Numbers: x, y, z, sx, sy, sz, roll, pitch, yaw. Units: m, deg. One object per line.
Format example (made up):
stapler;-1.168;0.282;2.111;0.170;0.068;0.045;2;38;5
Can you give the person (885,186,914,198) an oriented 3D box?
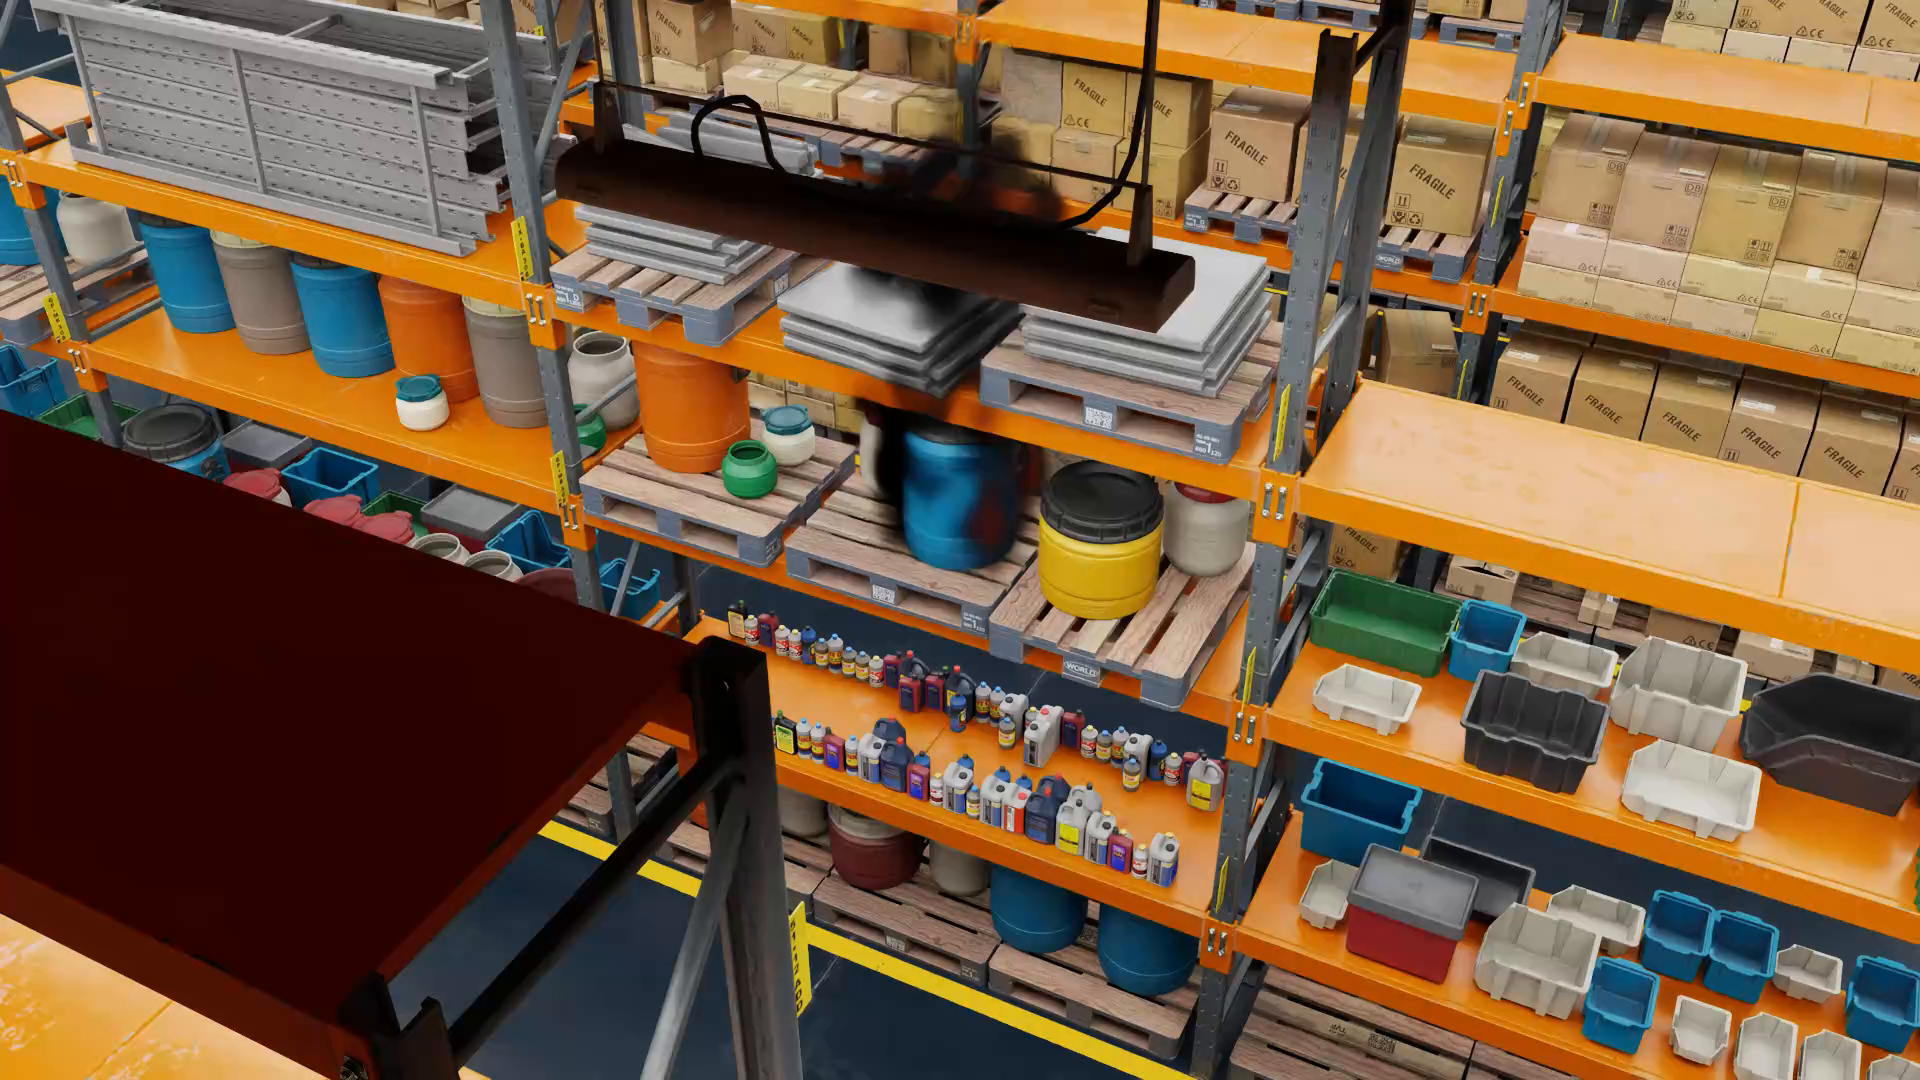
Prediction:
person;-0.545;-2.976;16.724;0.602;1.619;0.545;11;36;15

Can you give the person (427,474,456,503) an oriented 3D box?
person;-4.054;-0.628;13.302;0.924;1.665;0.581;10;36;14
